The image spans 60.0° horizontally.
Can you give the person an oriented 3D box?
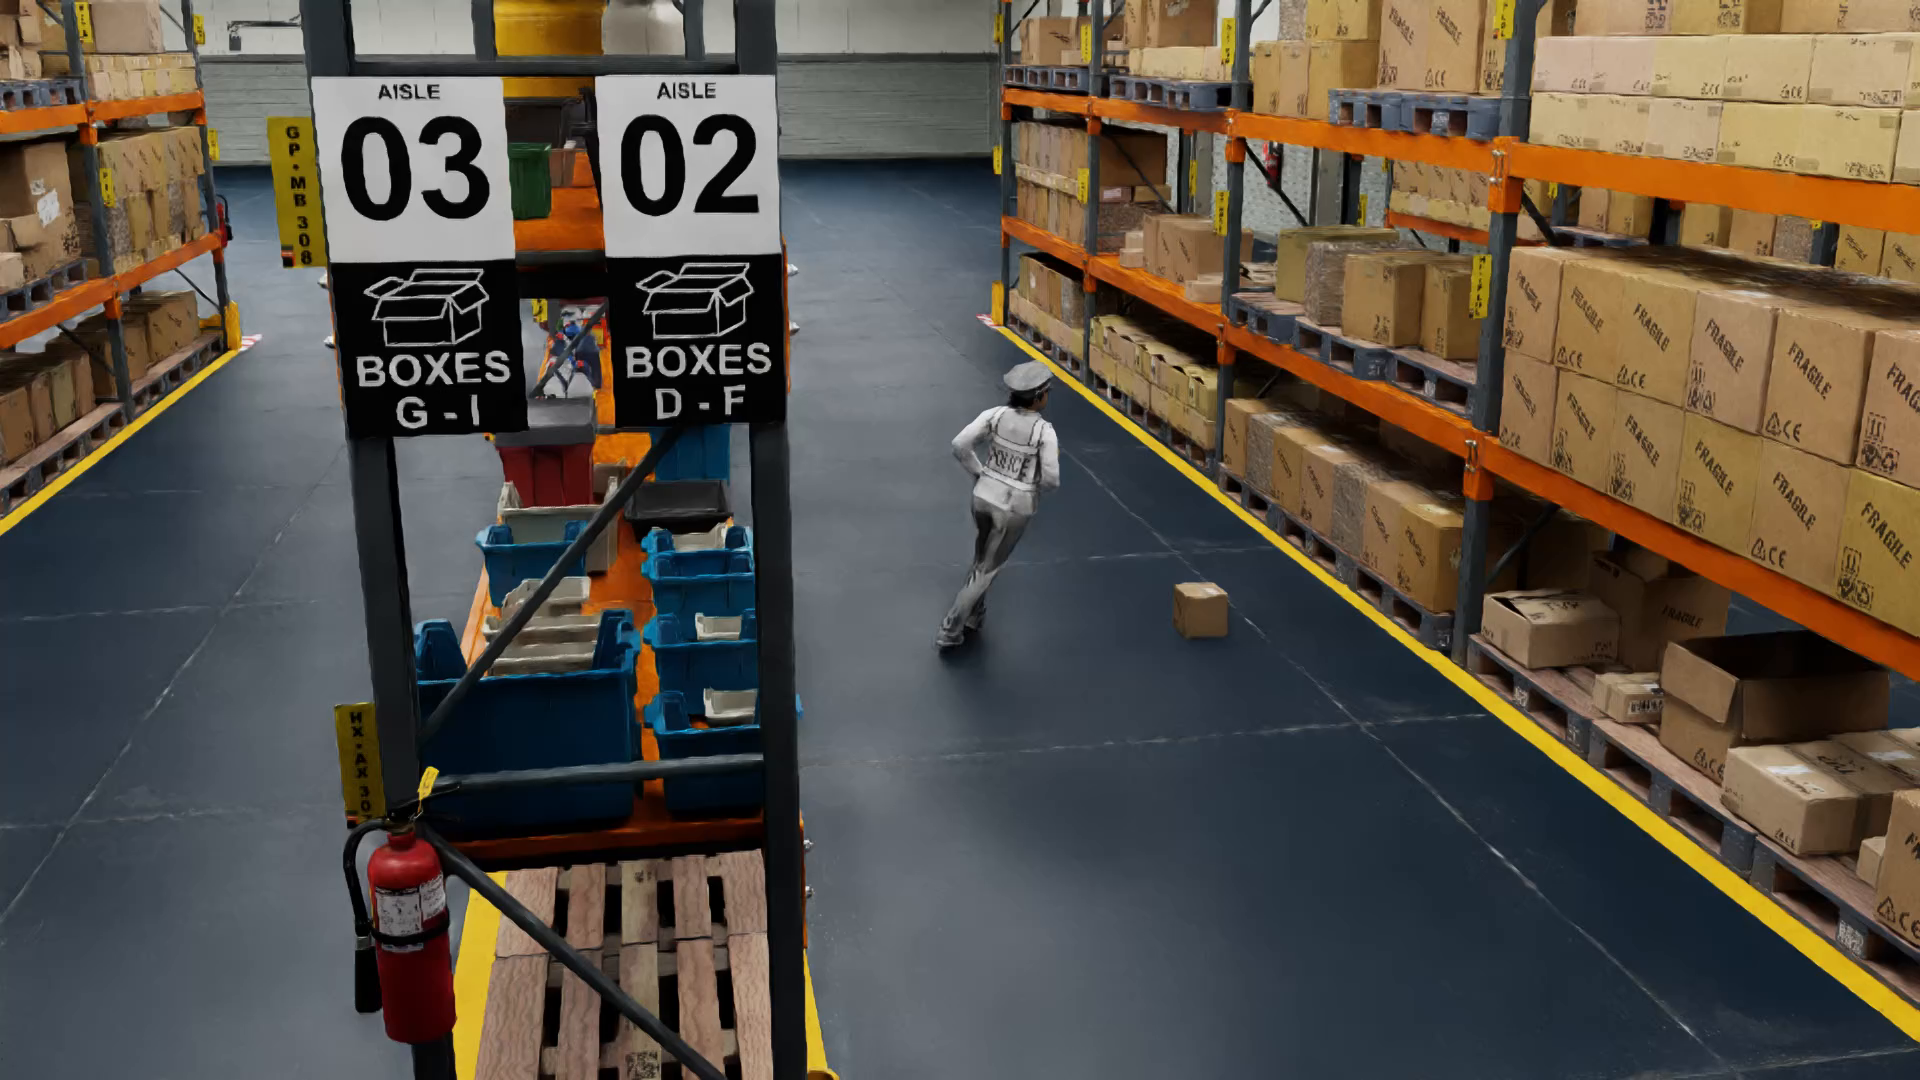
[{"bbox_3d":[0.212,-0.155,9.177,0.747,1.680,0.649,10,19,31],"label":"person"}]
